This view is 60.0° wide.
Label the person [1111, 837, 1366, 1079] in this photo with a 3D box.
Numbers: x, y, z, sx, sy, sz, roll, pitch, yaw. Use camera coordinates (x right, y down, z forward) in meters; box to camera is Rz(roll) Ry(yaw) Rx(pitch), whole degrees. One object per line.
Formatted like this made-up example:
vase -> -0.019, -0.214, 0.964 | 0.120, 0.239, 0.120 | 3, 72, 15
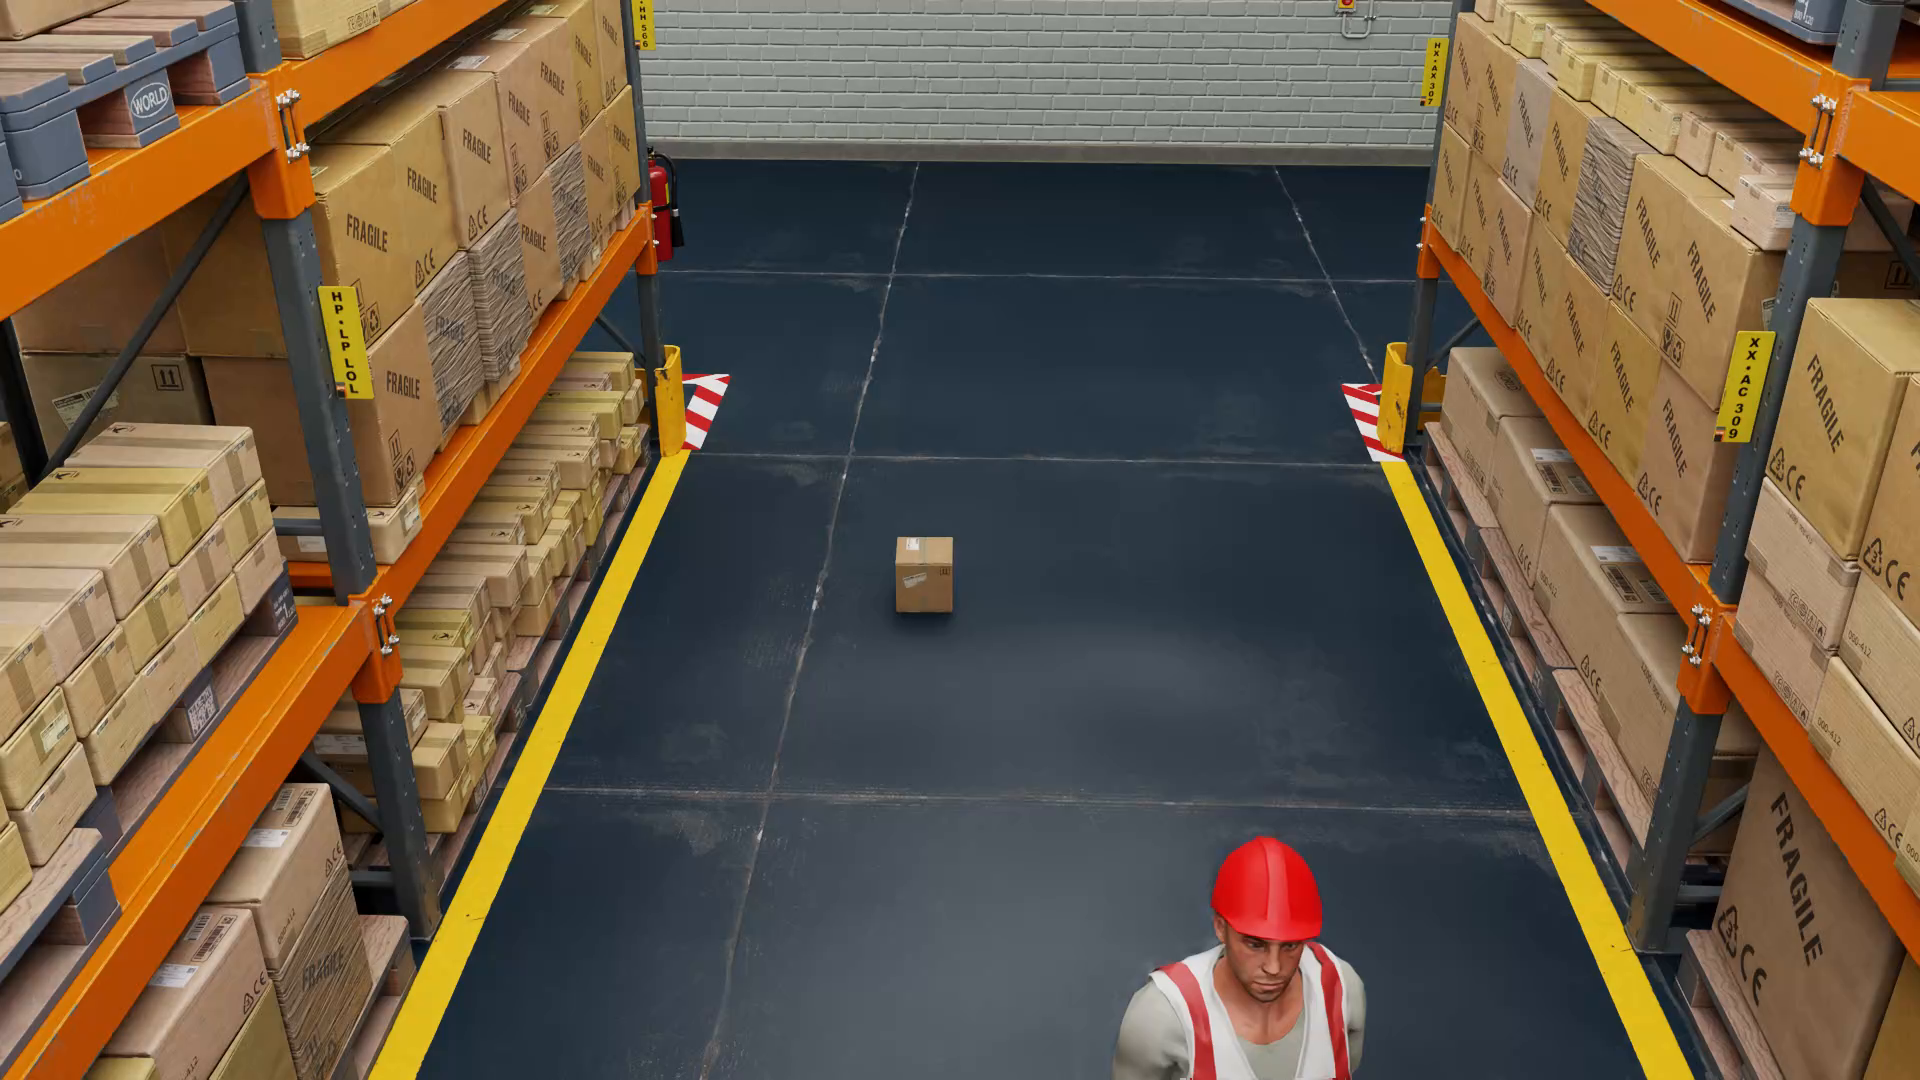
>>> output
person -> 0.585, 1.425, 3.385 | 0.589, 1.833, 0.501 | -5, 28, -9
